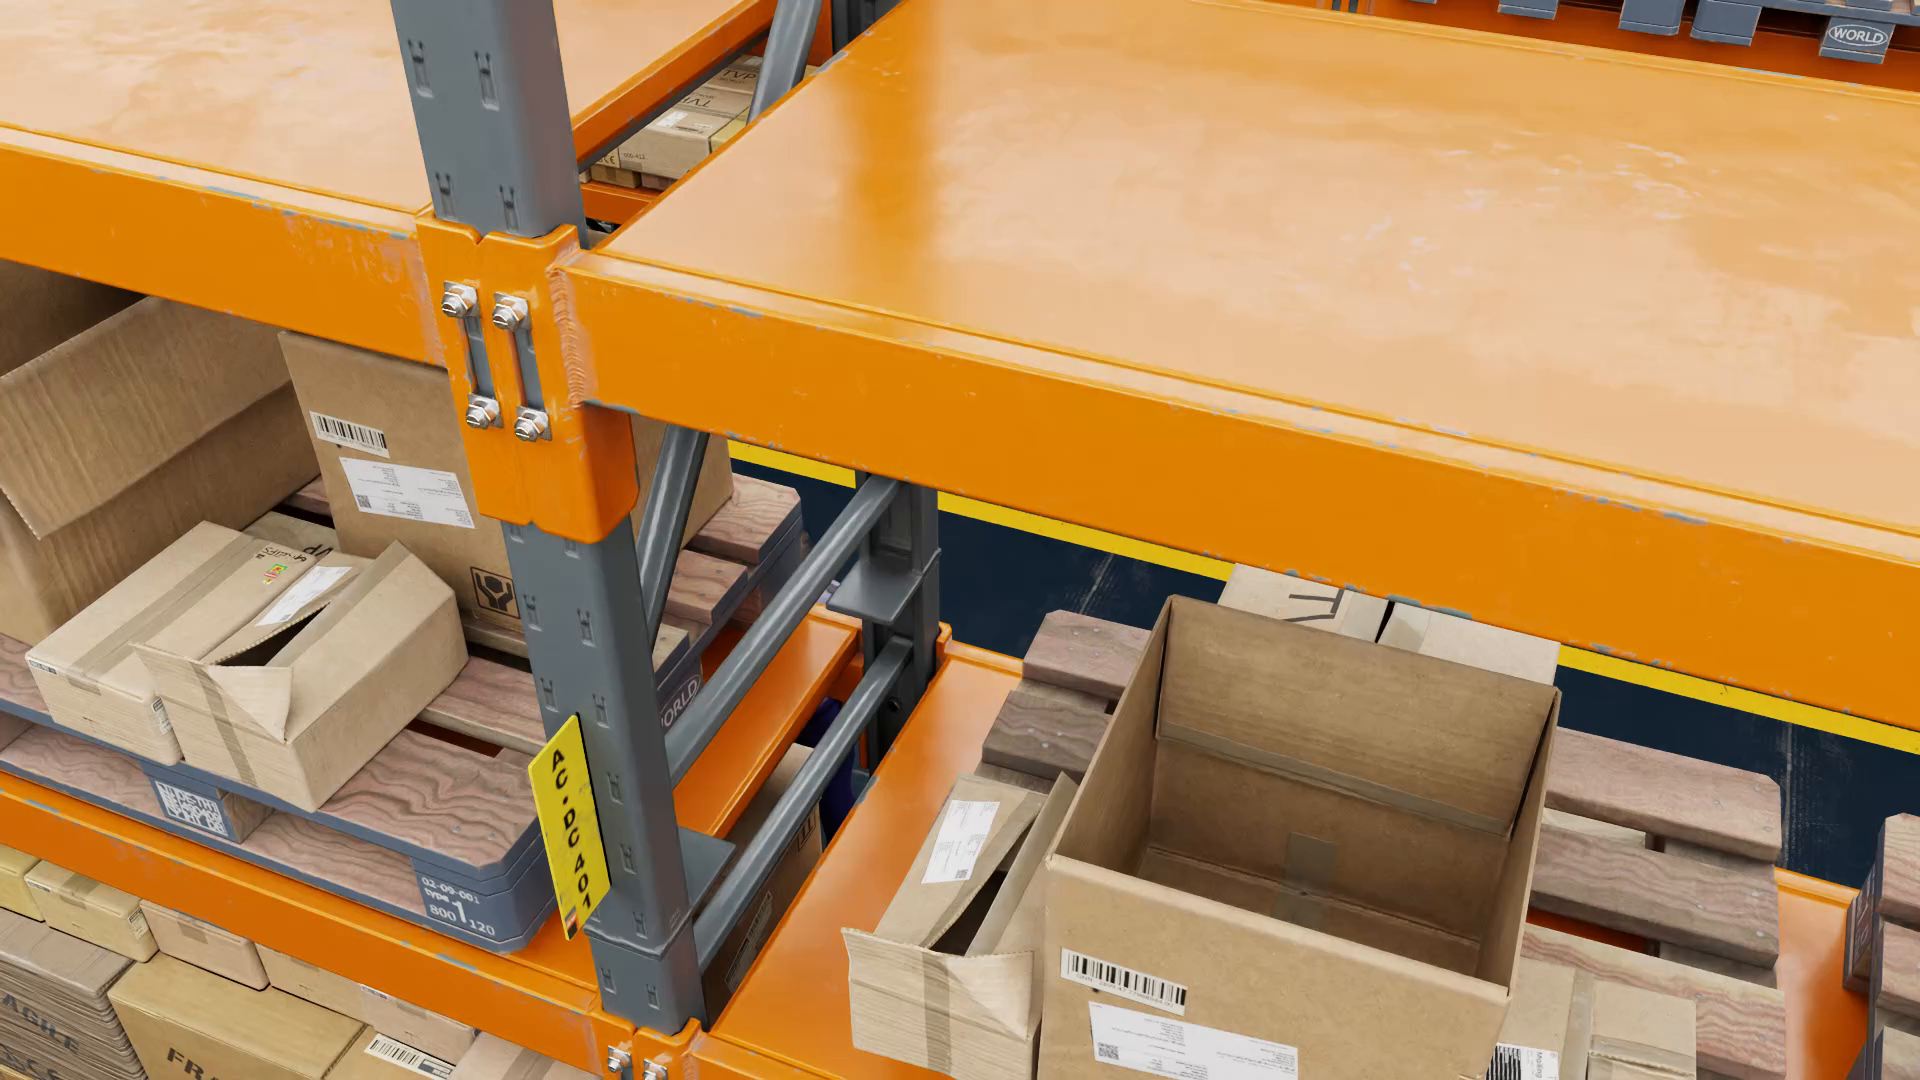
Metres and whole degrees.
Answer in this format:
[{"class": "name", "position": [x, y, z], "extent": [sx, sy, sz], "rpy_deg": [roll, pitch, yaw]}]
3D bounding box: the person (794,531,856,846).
[{"class": "person", "position": [-0.552, 0.615, 5.895], "extent": [0.476, 1.624, 0.338], "rpy_deg": [15, 40, 18]}]
